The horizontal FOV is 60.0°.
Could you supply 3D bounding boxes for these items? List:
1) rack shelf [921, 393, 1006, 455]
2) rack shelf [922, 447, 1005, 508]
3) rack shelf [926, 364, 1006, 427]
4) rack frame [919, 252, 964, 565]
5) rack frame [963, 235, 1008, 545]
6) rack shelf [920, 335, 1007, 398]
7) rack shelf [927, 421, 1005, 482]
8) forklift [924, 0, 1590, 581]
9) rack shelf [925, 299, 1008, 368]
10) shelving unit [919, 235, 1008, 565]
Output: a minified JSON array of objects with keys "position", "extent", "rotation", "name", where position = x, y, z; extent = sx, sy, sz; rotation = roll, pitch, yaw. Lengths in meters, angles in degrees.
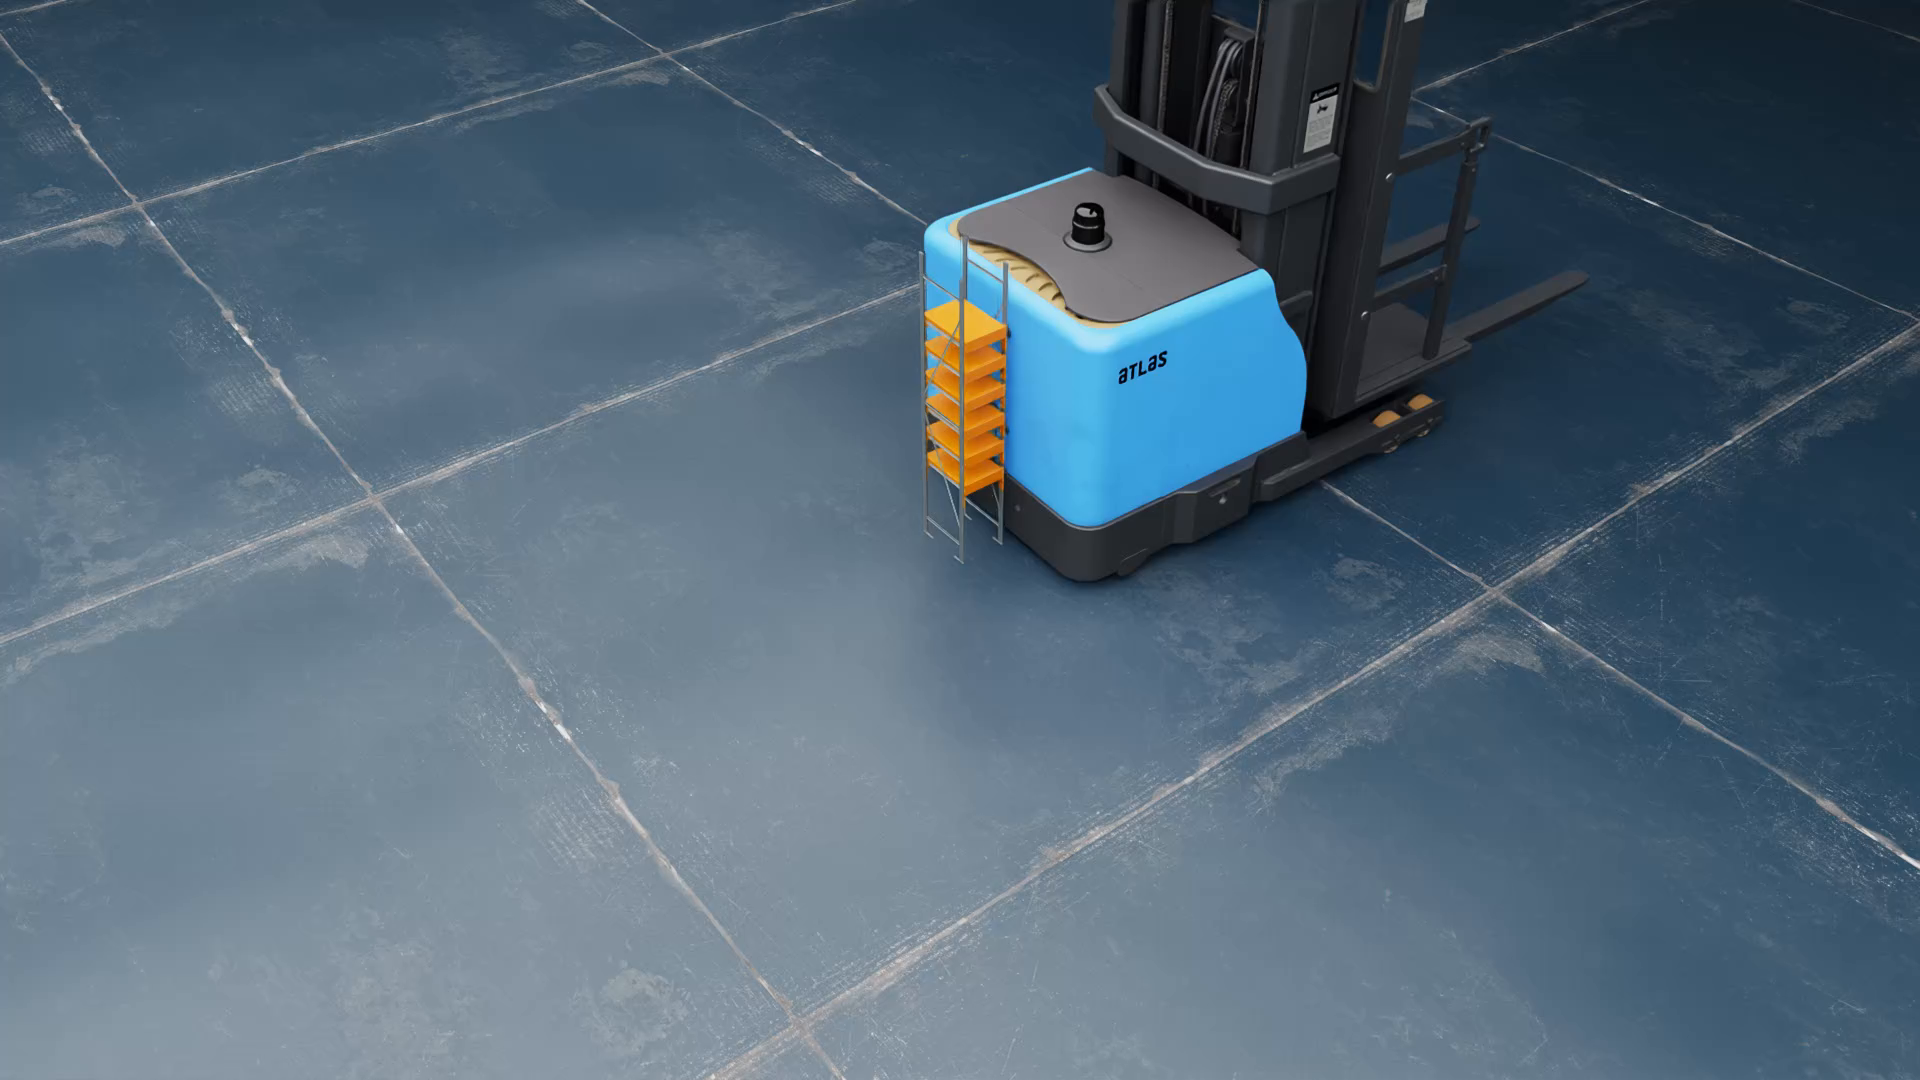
[{"position":[0.011,-0.435,5.904],"extent":[0.180,0.103,0.258],"rotation":[-26,46,-28],"name":"rack shelf"},{"position":[0.011,-0.250,6.057],"extent":[0.180,0.103,0.258],"rotation":[-26,46,-28],"name":"rack shelf"},{"position":[0.011,-0.528,5.828],"extent":[0.180,0.103,0.258],"rotation":[-26,46,-28],"name":"rack shelf"},{"position":[-0.061,-0.434,5.833],"extent":[0.006,1.200,0.240],"rotation":[-26,46,-28],"name":"rack frame"},{"position":[0.084,-0.505,5.919],"extent":[0.006,1.200,0.240],"rotation":[-26,46,-28],"name":"rack frame"},{"position":[0.011,-0.621,5.752],"extent":[0.180,0.103,0.258],"rotation":[-26,46,-28],"name":"rack shelf"},{"position":[0.011,-0.342,5.981],"extent":[0.180,0.103,0.258],"rotation":[-26,46,-28],"name":"rack shelf"},{"position":[1.349,-1.733,6.051],"extent":[3.031,2.935,1.130],"rotation":[-25,45,-27],"name":"forklift"},{"position":[0.011,-0.713,5.676],"extent":[0.180,0.103,0.258],"rotation":[-26,46,-28],"name":"rack shelf"},{"position":[0.011,-0.469,5.876],"extent":[0.189,1.200,0.258],"rotation":[-26,46,-28],"name":"shelving unit"}]
